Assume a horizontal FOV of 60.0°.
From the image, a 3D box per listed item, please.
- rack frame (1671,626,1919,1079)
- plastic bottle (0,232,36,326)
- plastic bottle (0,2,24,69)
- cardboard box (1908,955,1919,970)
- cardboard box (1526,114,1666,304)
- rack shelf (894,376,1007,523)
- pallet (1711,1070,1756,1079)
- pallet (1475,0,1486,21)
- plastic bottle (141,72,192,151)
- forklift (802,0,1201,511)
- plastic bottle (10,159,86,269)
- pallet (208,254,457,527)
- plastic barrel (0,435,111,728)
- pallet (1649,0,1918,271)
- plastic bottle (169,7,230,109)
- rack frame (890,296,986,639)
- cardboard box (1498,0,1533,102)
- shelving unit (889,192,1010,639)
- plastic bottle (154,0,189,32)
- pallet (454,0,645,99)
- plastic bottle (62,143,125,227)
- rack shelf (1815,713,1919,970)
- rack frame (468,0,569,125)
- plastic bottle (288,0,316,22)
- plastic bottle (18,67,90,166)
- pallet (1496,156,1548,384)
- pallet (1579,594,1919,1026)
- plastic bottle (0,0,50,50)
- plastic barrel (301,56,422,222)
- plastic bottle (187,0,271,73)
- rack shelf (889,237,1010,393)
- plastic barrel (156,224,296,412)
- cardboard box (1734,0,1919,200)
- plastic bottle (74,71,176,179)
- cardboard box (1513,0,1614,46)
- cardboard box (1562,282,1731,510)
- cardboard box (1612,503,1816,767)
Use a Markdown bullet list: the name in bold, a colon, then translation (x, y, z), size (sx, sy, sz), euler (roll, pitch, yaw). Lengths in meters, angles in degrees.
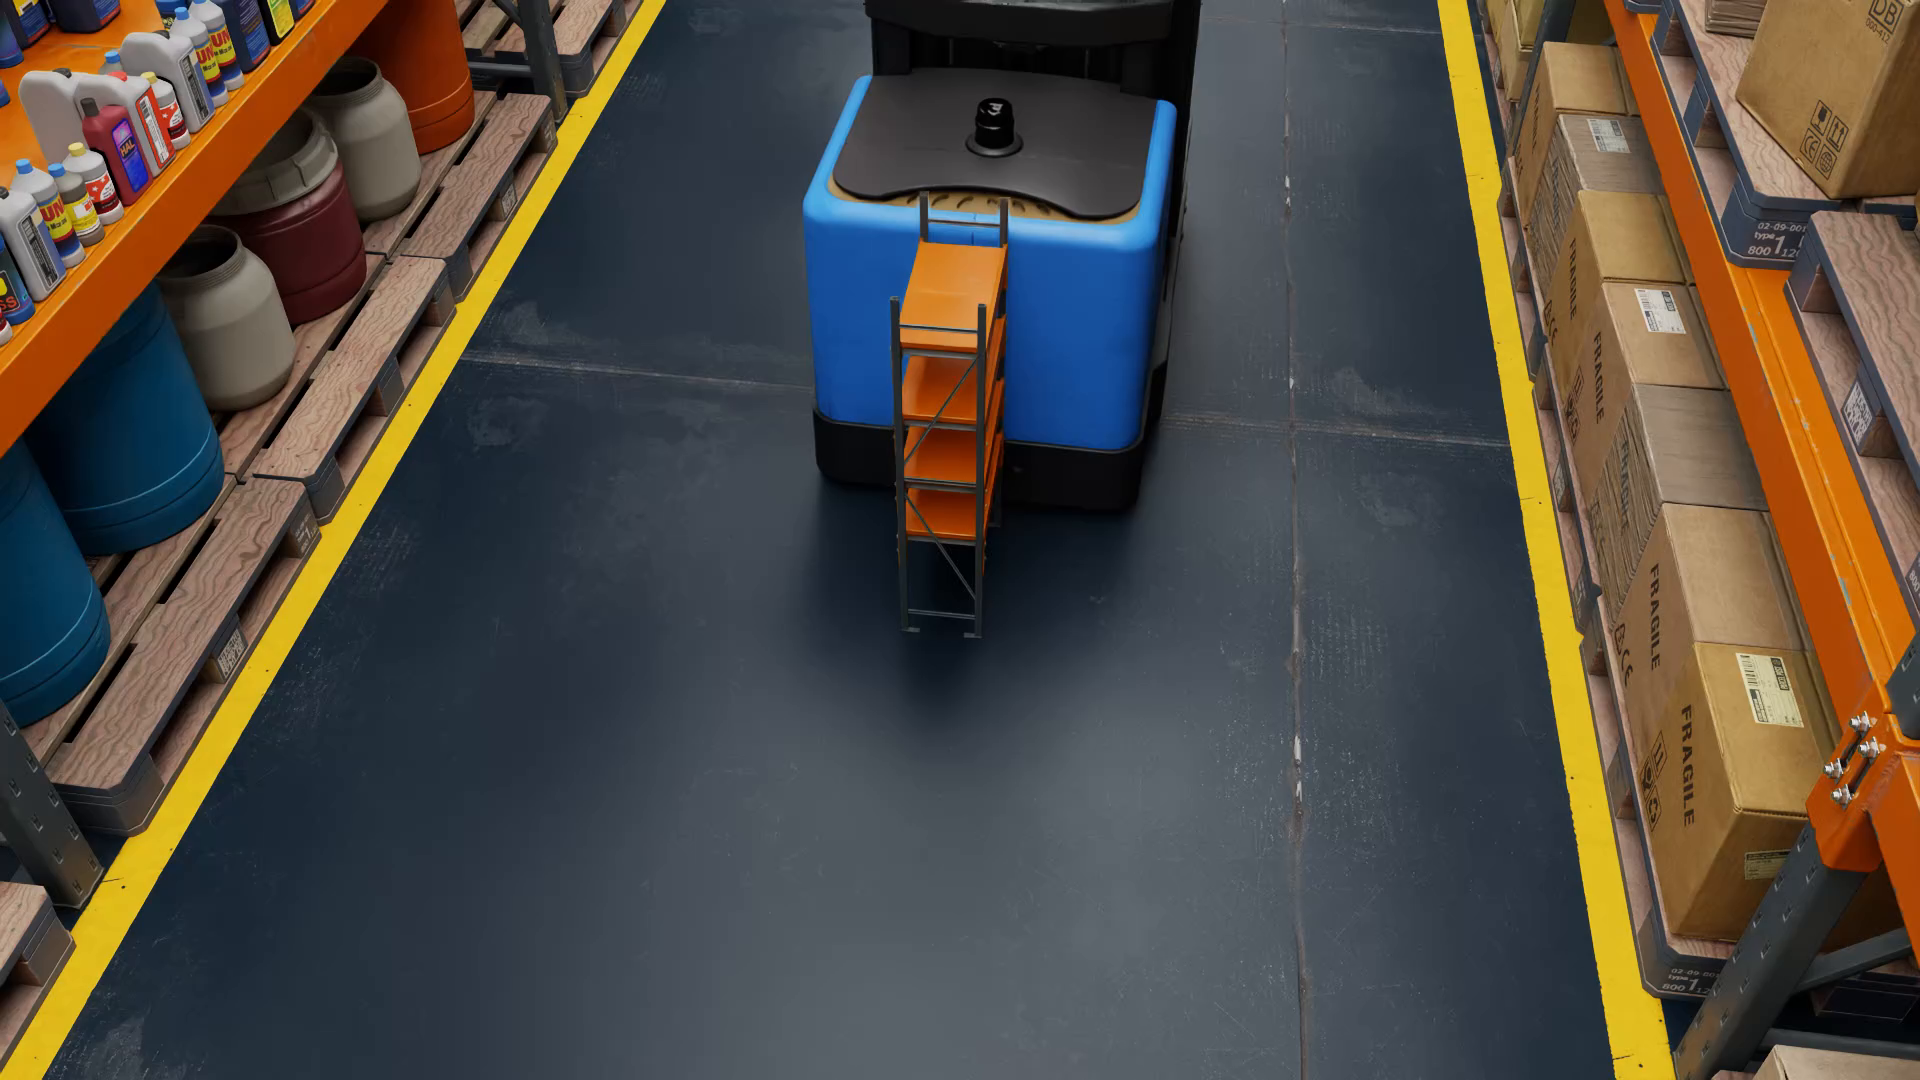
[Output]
- **rack frame**: translation (2.179, 0.225, 2.831), size (1.000, 3.000, 0.127), euler (5, 44, 6)
- **plastic bottle**: translation (-2.231, -0.630, 3.827), size (0.097, 0.271, 0.097), euler (0, 43, 0)
- **plastic bottle**: translation (-2.769, -1.489, 4.734), size (0.097, 0.271, 0.097), euler (0, 43, 0)
- **cardboard box**: translation (2.485, 0.665, 3.864), size (0.500, 0.500, 0.500), euler (3, 44, 4)
- **cardboard box**: translation (2.301, -1.112, 5.741), size (0.500, 0.500, 0.500), euler (4, 44, 4)
- **rack shelf**: translation (-0.022, -0.274, 4.765), size (0.258, 0.148, 0.480), euler (5, 44, 6)
- **pallet**: translation (2.088, 1.705, 3.296), size (1.003, 0.211, 1.213), euler (5, 44, 6)
- **pallet**: translation (3.019, -2.875, 8.133), size (1.003, 0.211, 1.213), euler (5, 44, 6)
- **plastic bottle**: translation (-2.126, -1.144, 4.421), size (0.097, 0.201, 0.097), euler (0, 43, 0)
- **forklift**: translation (0.287, -2.179, 5.420), size (1.130, 2.935, 3.031), euler (7, 44, 7)
- **plastic bottle**: translation (-2.200, -0.788, 3.994), size (0.097, 0.271, 0.097), euler (0, 43, 0)
- **pallet**: translation (-2.428, -0.571, 5.700), size (1.003, 0.211, 1.213), euler (5, 44, 6)
- **plastic barrel**: translation (-2.641, 0.012, 4.276), size (0.600, 0.901, 0.708), euler (5, 44, 6)
- **pallet**: translation (2.456, -1.106, 4.376), size (1.003, 0.211, 1.213), euler (5, 44, 6)
- **plastic bottle**: translation (-2.096, -1.328, 4.564), size (0.097, 0.271, 0.097), euler (0, 43, 0)
- **rack frame**: translation (-0.054, -0.157, 4.543), size (0.240, 1.200, 0.015), euler (5, 44, 6)
- **cardboard box**: translation (2.536, -2.036, 6.913), size (0.500, 0.250, 0.500), euler (6, 44, 7)
- **shelving unit**: translation (-0.022, -0.323, 4.718), size (0.258, 1.200, 0.503), euler (5, 44, 6)
- **plastic bottle**: translation (-2.213, -1.474, 4.718), size (0.097, 0.271, 0.097), euler (0, 43, 0)
- **pallet**: translation (-2.060, -2.466, 7.701), size (1.003, 0.211, 1.213), euler (5, 44, 6)
- **plastic bottle**: translation (-2.175, -0.895, 4.158), size (0.097, 0.201, 0.097), euler (0, 43, 0)
- **rack shelf**: translation (1.915, 1.849, 1.639), size (1.077, 0.370, 4.000), euler (5, 44, 6)
- **rack frame**: translation (-2.201, -2.954, 6.188), size (1.000, 3.000, 0.127), euler (5, 44, 6)
- **plastic bottle**: translation (-2.045, -1.738, 4.940), size (0.144, 0.351, 0.185), euler (5, 44, 6)
- **plastic bottle**: translation (-2.320, -1.109, 4.330), size (0.152, 0.276, 0.135), euler (5, 44, 6)
- **pallet**: translation (2.572, -0.983, 6.135), size (1.003, 0.211, 1.213), euler (5, 44, 6)
- **pallet**: translation (2.249, 0.680, 4.379), size (1.003, 0.211, 1.213), euler (5, 44, 6)
- **plastic bottle**: translation (-2.787, -1.617, 4.812), size (0.144, 0.351, 0.185), euler (5, 44, 6)
- **plastic barrel**: translation (-2.235, -1.475, 6.131), size (0.421, 0.512, 0.421), euler (0, 43, 0)
- **plastic bottle**: translation (-2.087, -1.521, 4.711), size (0.144, 0.351, 0.185), euler (5, 44, 6)
- **rack shelf**: translation (-0.022, -0.608, 4.448), size (0.258, 0.148, 0.480), euler (5, 44, 6)
- **plastic barrel**: translation (-2.384, -0.706, 5.318), size (0.421, 0.512, 0.421), euler (0, 43, 0)
- **cardboard box**: translation (2.352, -1.174, 3.930), size (0.700, 0.500, 0.500), euler (-5, 44, -5)
- **plastic bottle**: translation (-2.169, -1.095, 4.315), size (0.152, 0.276, 0.135), euler (5, 44, 6)
- **cardboard box**: translation (2.533, -2.238, 6.719), size (0.500, 0.311, 0.500), euler (6, 44, 7)
- **cardboard box**: translation (2.166, -0.414, 5.004), size (0.500, 0.500, 0.500), euler (4, 44, 4)
- **cardboard box**: translation (2.034, 0.274, 4.277), size (0.500, 0.500, 0.500), euler (5, 44, 6)
